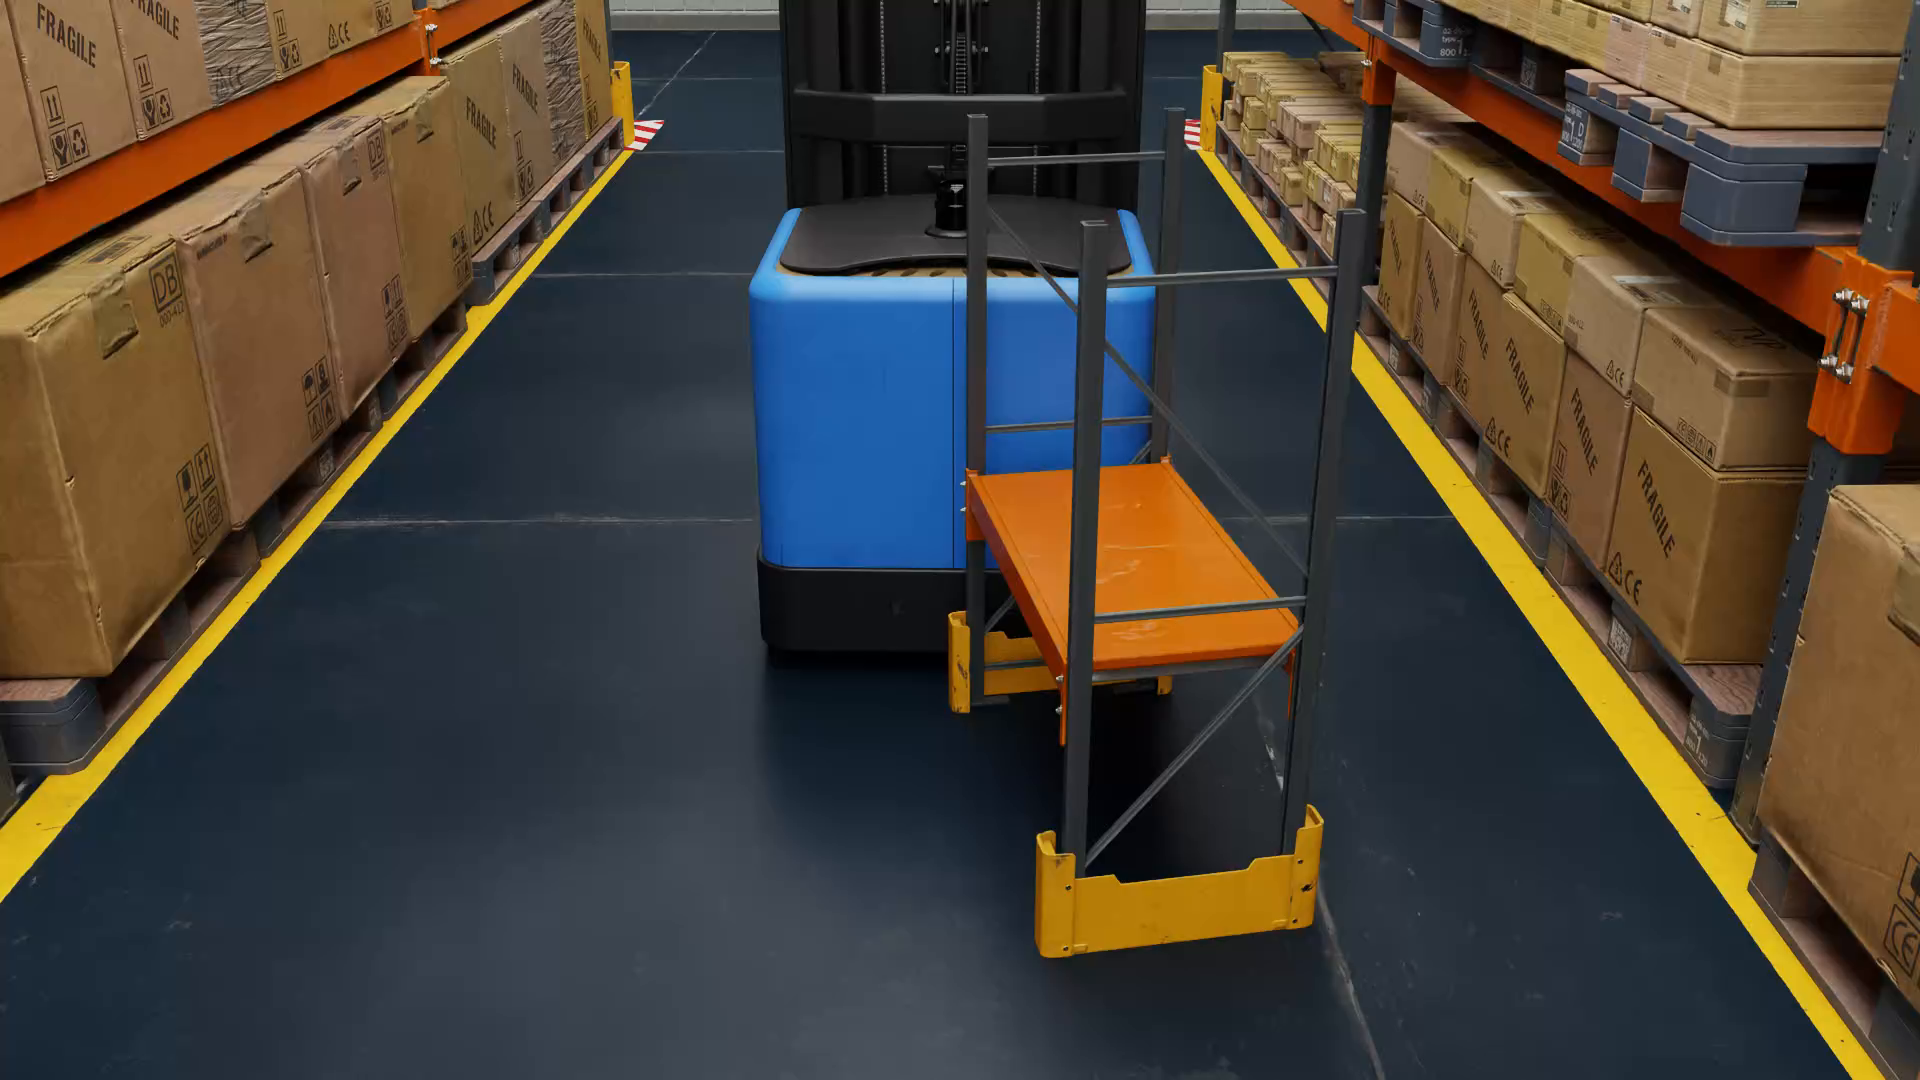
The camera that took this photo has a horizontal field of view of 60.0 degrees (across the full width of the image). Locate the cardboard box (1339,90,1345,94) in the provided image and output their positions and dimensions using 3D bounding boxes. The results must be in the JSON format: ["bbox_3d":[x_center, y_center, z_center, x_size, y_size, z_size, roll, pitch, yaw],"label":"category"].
[{"bbox_3d":[2.481,-2.596,9.940,0.380,0.149,0.250,-1,24,-3],"label":"cardboard box"}]

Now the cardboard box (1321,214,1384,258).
[{"bbox_3d":[1.881,-1.403,7.662,0.380,0.149,0.250,0,24,0],"label":"cardboard box"}]

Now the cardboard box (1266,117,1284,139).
[{"bbox_3d":[1.961,-2.381,9.463,0.380,0.149,0.250,-1,24,-3],"label":"cardboard box"}]

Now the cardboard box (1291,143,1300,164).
[{"bbox_3d":[1.959,-2.048,8.727,0.380,0.149,0.250,-1,24,-3],"label":"cardboard box"}]

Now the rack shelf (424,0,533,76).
[{"bbox_3d":[-2.757,-2.866,8.820,1.077,0.370,4.000,0,24,-1],"label":"rack shelf"}]

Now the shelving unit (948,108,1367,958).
[{"bbox_3d":[0.355,-0.074,3.595,0.587,1.500,1.083,-4,25,-10],"label":"shelving unit"}]

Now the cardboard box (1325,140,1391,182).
[{"bbox_3d":[1.919,-1.764,7.739,0.380,0.149,0.250,0,24,0],"label":"cardboard box"}]

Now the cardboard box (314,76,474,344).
[{"bbox_3d":[-2.708,-1.329,6.618,1.225,0.875,0.875,0,24,0],"label":"cardboard box"}]

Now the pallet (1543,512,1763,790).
[{"bbox_3d":[2.262,0.246,4.449,1.003,0.211,1.213,0,24,-1],"label":"pallet"}]

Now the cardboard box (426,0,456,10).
[{"bbox_3d":[-2.406,-2.379,7.174,0.380,0.149,0.250,0,24,0],"label":"cardboard box"}]

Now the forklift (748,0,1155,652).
[{"bbox_3d":[0.012,-1.595,5.220,1.130,2.935,3.031,0,24,1],"label":"forklift"}]

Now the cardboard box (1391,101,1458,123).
[{"bbox_3d":[2.401,-2.199,8.700,0.380,0.149,0.250,-1,24,-3],"label":"cardboard box"}]

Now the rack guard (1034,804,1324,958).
[{"bbox_3d":[0.446,0.697,3.406,0.587,0.250,0.087,-4,25,-10],"label":"rack guard"}]

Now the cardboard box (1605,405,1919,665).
[{"bbox_3d":[2.001,-0.025,4.188,0.500,0.500,0.500,0,24,-1],"label":"cardboard box"}]

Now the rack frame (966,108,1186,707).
[{"bbox_3d":[0.263,-0.277,4.042,0.500,1.500,0.032,-4,25,-10],"label":"rack frame"}]

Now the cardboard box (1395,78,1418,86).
[{"bbox_3d":[2.514,-2.518,9.405,0.380,0.149,0.250,1,24,1],"label":"cardboard box"}]

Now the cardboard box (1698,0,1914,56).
[{"bbox_3d":[1.809,-1.116,3.512,0.380,0.149,0.250,0,24,1],"label":"cardboard box"}]

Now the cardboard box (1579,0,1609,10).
[{"bbox_3d":[1.796,-1.438,4.223,0.380,0.149,0.250,0,24,0],"label":"cardboard box"}]

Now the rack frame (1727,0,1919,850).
[{"bbox_3d":[2.269,-0.702,3.163,1.000,3.000,0.127,0,24,-1],"label":"rack frame"}]

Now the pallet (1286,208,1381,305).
[{"bbox_3d":[2.183,-1.357,7.993,1.003,0.211,1.213,0,24,-1],"label":"pallet"}]

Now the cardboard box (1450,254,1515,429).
[{"bbox_3d":[1.995,-0.663,5.601,0.500,0.500,0.500,0,24,0],"label":"cardboard box"}]

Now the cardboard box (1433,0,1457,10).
[{"bbox_3d":[1.783,-1.837,5.468,0.380,0.149,0.250,-1,24,-3],"label":"cardboard box"}]

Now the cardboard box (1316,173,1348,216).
[{"bbox_3d":[1.889,-1.618,7.777,0.380,0.149,0.250,-1,24,-3],"label":"cardboard box"}]

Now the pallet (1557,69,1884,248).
[{"bbox_3d":[2.155,-0.908,3.850,1.213,0.211,1.003,0,24,-1],"label":"pallet"}]

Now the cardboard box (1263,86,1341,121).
[{"bbox_3d":[1.882,-2.403,9.150,0.380,0.149,0.250,0,24,0],"label":"cardboard box"}]

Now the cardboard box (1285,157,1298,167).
[{"bbox_3d":[1.934,-1.937,8.843,0.380,0.149,0.250,0,24,0],"label":"cardboard box"}]

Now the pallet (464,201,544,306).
[{"bbox_3d":[-2.665,-1.413,8.118,1.003,0.211,1.213,0,24,-1],"label":"pallet"}]

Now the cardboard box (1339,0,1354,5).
[{"bbox_3d":[1.877,-2.458,7.350,0.380,0.149,0.250,-1,24,-2],"label":"cardboard box"}]

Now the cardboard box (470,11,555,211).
[{"bbox_3d":[-2.672,-2.236,8.623,0.875,0.875,0.875,0,24,-1],"label":"cardboard box"}]

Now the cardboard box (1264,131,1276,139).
[{"bbox_3d":[1.953,-2.253,9.542,0.380,0.149,0.250,0,24,0],"label":"cardboard box"}]

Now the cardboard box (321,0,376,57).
[{"bbox_3d":[-2.458,-2.020,5.955,0.500,0.500,0.500,0,24,1],"label":"cardboard box"}]

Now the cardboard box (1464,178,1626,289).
[{"bbox_3d":[1.979,-1.009,5.455,0.500,0.250,0.500,1,24,1],"label":"cardboard box"}]

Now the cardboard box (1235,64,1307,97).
[{"bbox_3d":[1.846,-2.727,9.868,0.380,0.149,0.250,0,24,-1],"label":"cardboard box"}]

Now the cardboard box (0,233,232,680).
[{"bbox_3d":[-2.678,-0.229,4.186,1.225,0.875,0.875,-1,24,-3],"label":"cardboard box"}]

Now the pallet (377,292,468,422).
[{"bbox_3d":[-2.651,-0.782,6.722,1.003,0.211,1.213,0,24,-1],"label":"pallet"}]

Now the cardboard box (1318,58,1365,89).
[{"bbox_3d":[2.386,-2.841,10.120,0.380,0.149,0.250,0,24,0],"label":"cardboard box"}]

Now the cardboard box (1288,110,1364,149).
[{"bbox_3d":[1.889,-2.085,8.449,0.380,0.149,0.250,-1,24,-3],"label":"cardboard box"}]

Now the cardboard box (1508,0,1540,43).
[{"bbox_3d":[1.796,-1.509,4.741,0.380,0.149,0.250,0,24,1],"label":"cardboard box"}]

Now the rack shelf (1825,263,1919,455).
[{"bbox_3d":[2.291,0.450,1.489,1.077,0.370,4.000,0,24,-1],"label":"rack shelf"}]

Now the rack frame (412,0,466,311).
[{"bbox_3d":[-2.735,-2.370,6.850,1.000,3.000,0.127,0,24,-1],"label":"rack frame"}]

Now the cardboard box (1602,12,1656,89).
[{"bbox_3d":[1.800,-1.189,4.033,0.380,0.149,0.250,0,24,0],"label":"cardboard box"}]

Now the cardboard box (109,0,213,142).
[{"bbox_3d":[-2.442,-1.392,4.567,0.500,0.500,0.500,-1,24,-2],"label":"cardboard box"}]

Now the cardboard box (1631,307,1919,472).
[{"bbox_3d":[2.000,-0.377,4.057,0.500,0.250,0.500,-1,24,-2],"label":"cardboard box"}]
